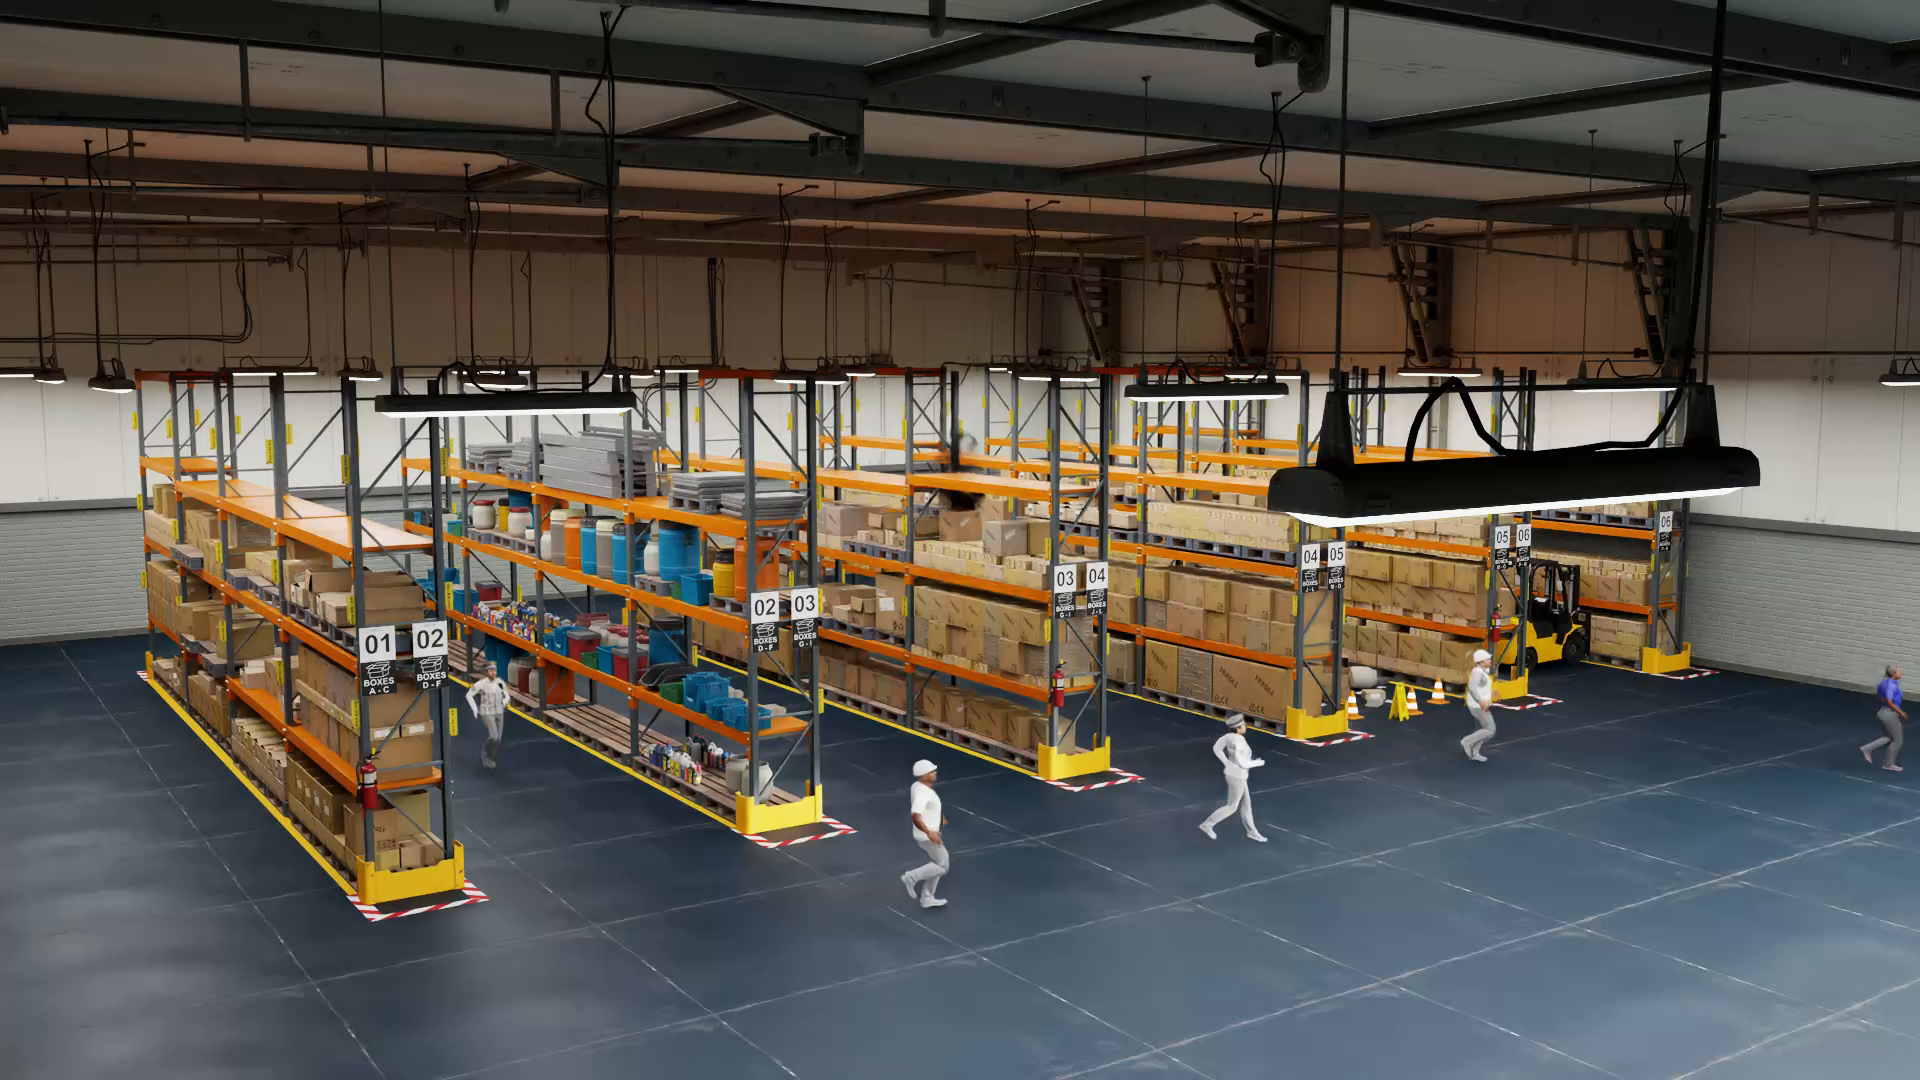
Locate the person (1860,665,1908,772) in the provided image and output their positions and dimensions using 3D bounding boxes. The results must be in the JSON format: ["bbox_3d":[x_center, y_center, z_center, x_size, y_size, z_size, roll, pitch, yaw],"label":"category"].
[{"bbox_3d":[14.021,2.699,25.200,0.587,1.603,0.599,2,7,14],"label":"person"}]

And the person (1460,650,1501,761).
[{"bbox_3d":[8.091,2.565,25.812,0.610,1.744,0.652,1,7,12],"label":"person"}]

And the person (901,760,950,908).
[{"bbox_3d":[-0.398,3.353,18.974,0.578,1.722,0.717,-1,6,-7],"label":"person"}]

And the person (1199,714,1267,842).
[{"bbox_3d":[3.528,3.075,21.371,0.923,1.712,0.613,-1,6,-6],"label":"person"}]

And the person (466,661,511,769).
[{"bbox_3d":[-7.083,2.650,25.204,0.593,1.660,0.624,-6,9,-44],"label":"person"}]
